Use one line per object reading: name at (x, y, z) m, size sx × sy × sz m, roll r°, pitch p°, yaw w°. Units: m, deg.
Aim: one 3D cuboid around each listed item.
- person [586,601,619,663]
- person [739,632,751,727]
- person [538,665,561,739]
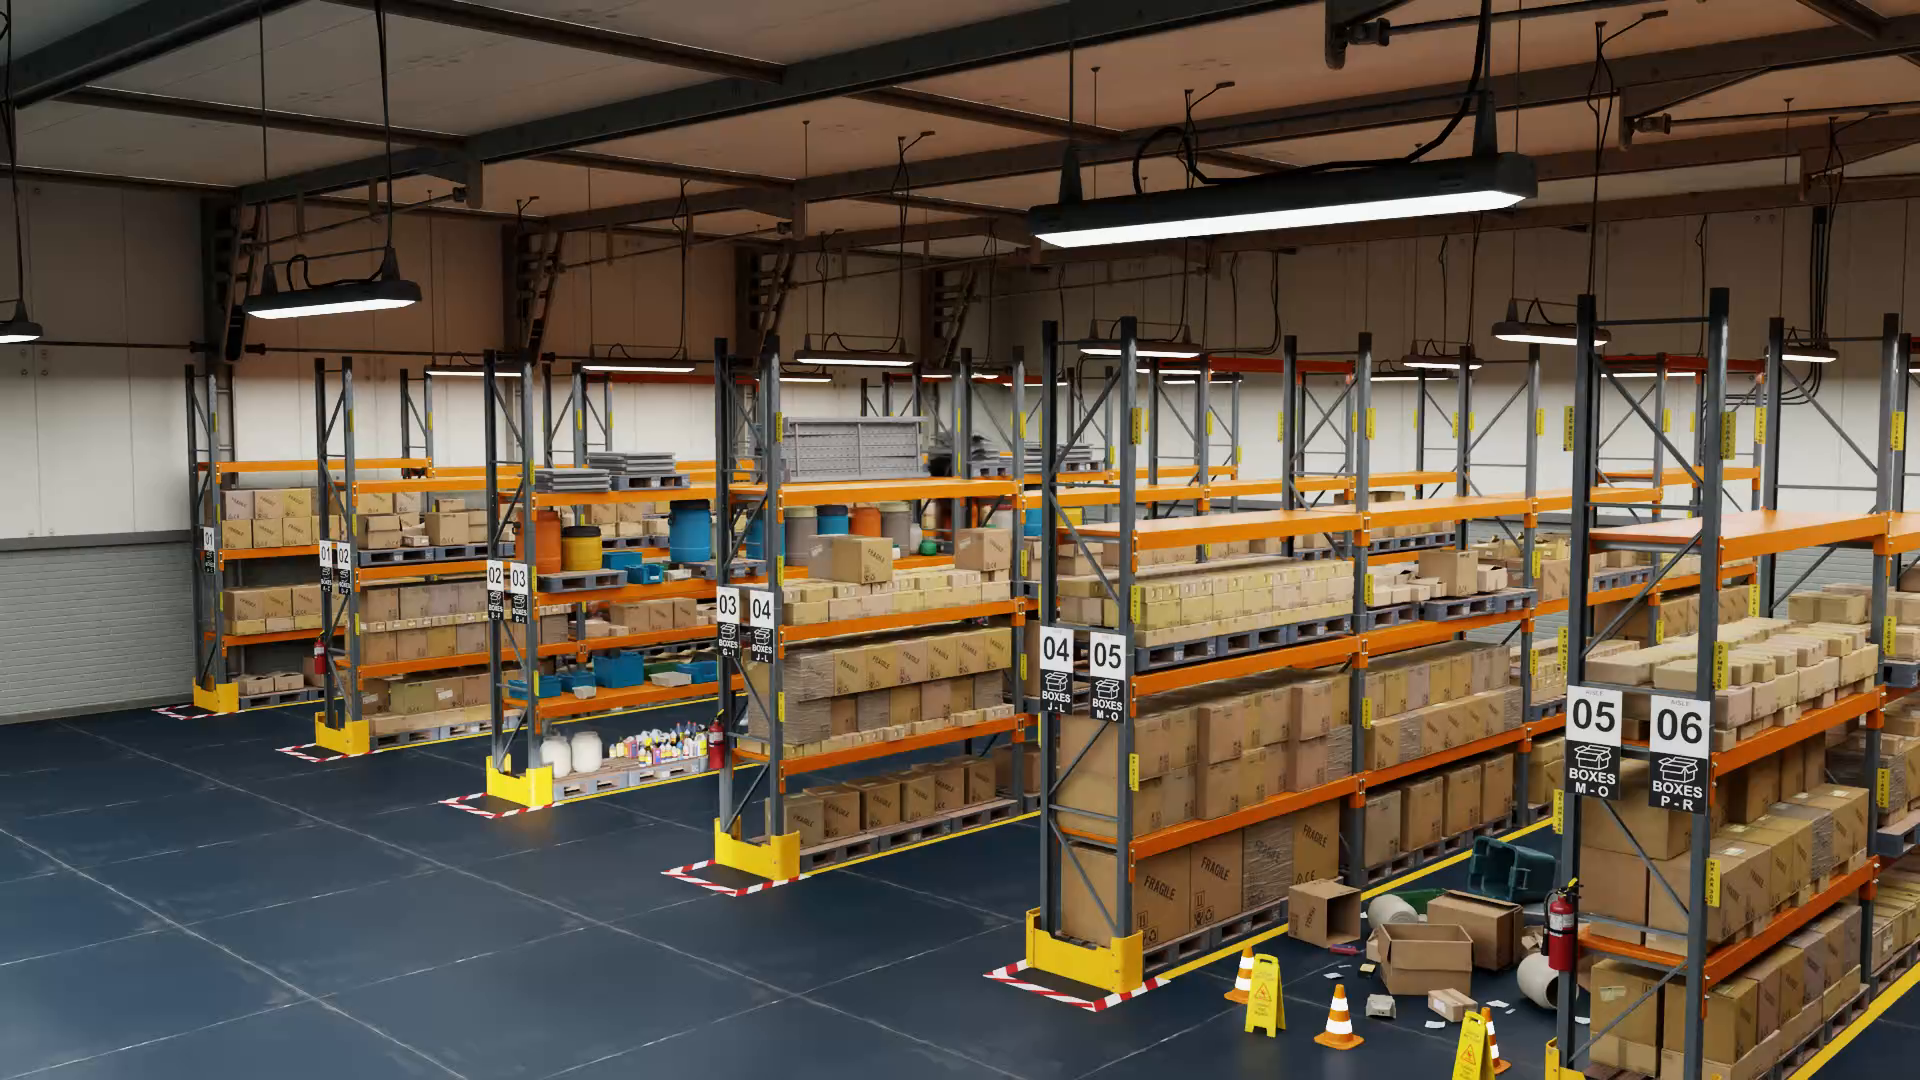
person at (-6.632, 2.004, 30.803) m, size 0.800 × 1.630 × 0.697 m, roll -4°, pitch 6°, yaw -42°
person at (-3.386, 2.173, 27.702) m, size 0.711 × 1.764 × 0.918 m, roll 3°, pitch 5°, yaw 33°
person at (-6.198, 2.536, 24.552) m, size 0.653 × 1.528 × 0.526 m, roll -4°, pitch 6°, yaw -43°
